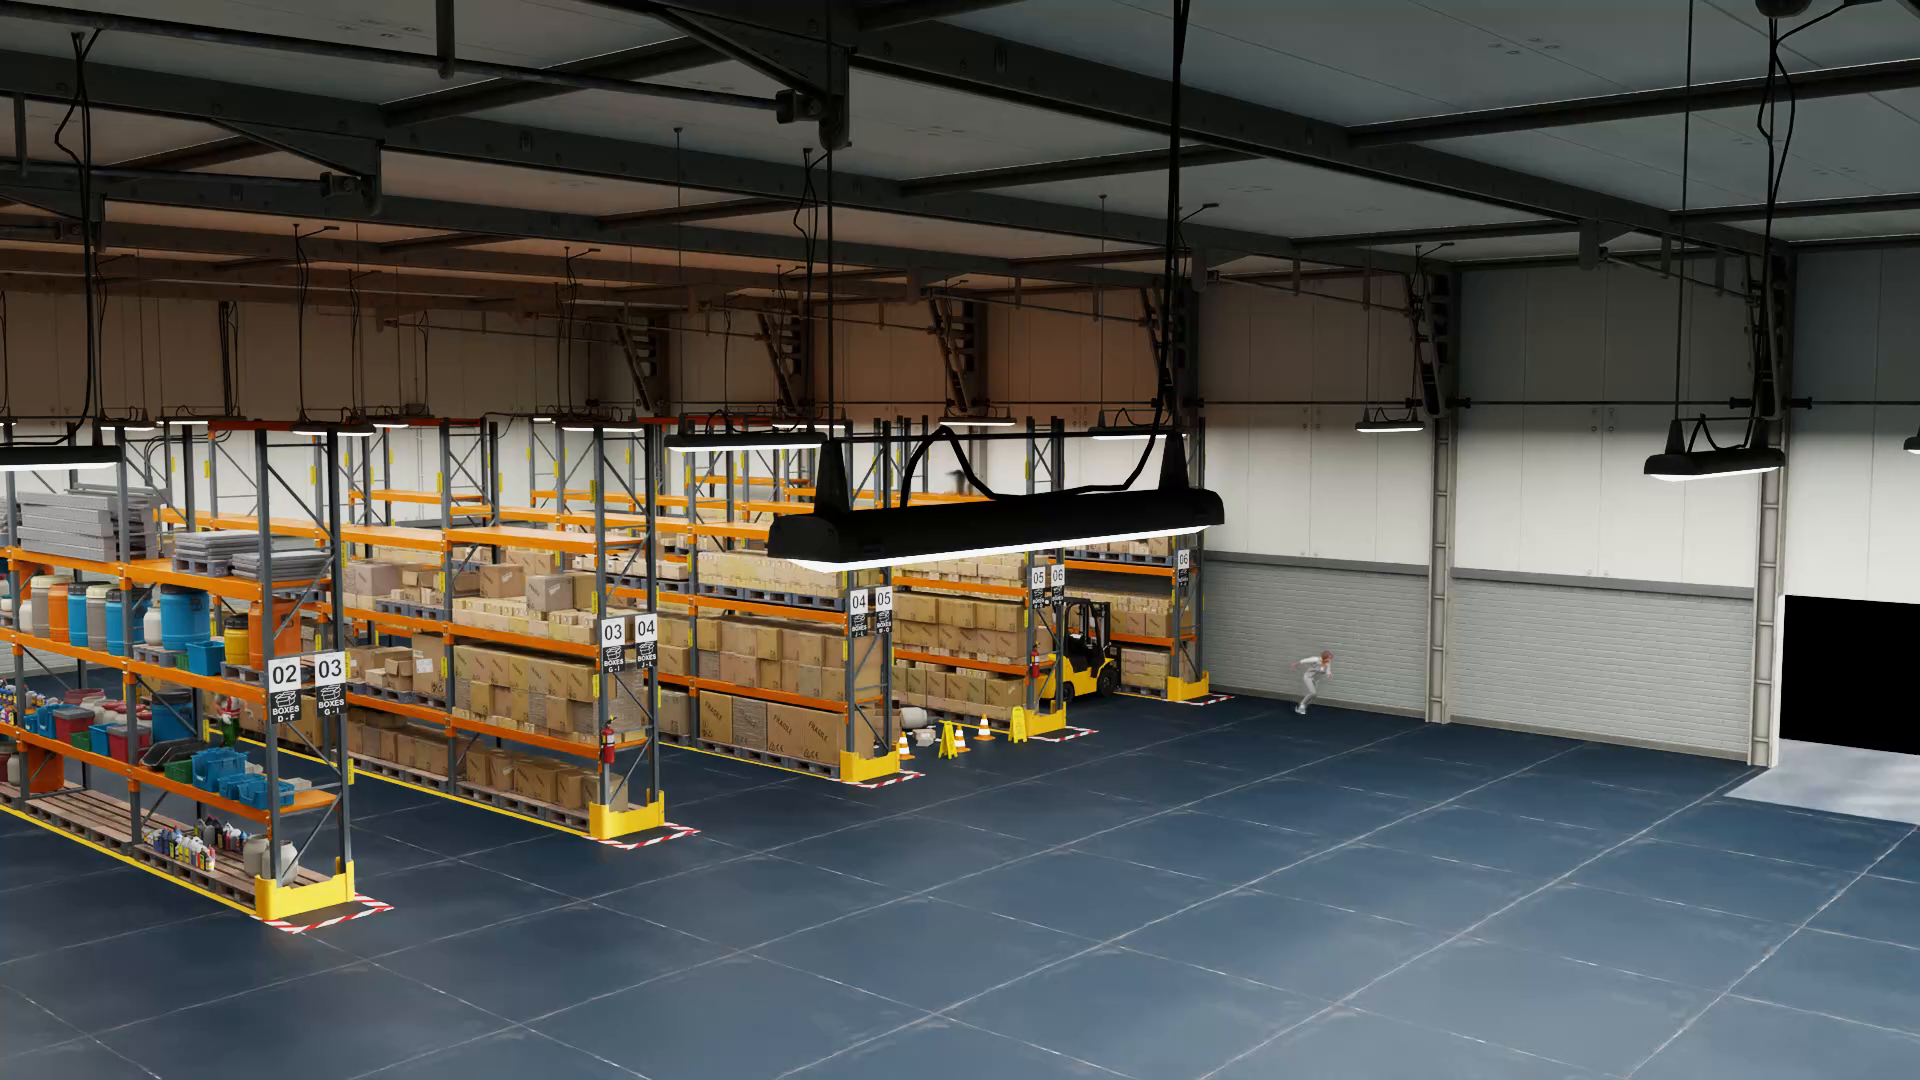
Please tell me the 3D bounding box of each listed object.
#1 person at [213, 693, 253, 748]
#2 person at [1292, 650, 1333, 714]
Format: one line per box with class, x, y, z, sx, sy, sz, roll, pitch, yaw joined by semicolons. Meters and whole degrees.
person;-12.746;3.087;28.928;0.870;1.694;0.655;2;5;20
person;7.147;2.868;33.452;0.531;1.354;0.923;-3;5;-28
